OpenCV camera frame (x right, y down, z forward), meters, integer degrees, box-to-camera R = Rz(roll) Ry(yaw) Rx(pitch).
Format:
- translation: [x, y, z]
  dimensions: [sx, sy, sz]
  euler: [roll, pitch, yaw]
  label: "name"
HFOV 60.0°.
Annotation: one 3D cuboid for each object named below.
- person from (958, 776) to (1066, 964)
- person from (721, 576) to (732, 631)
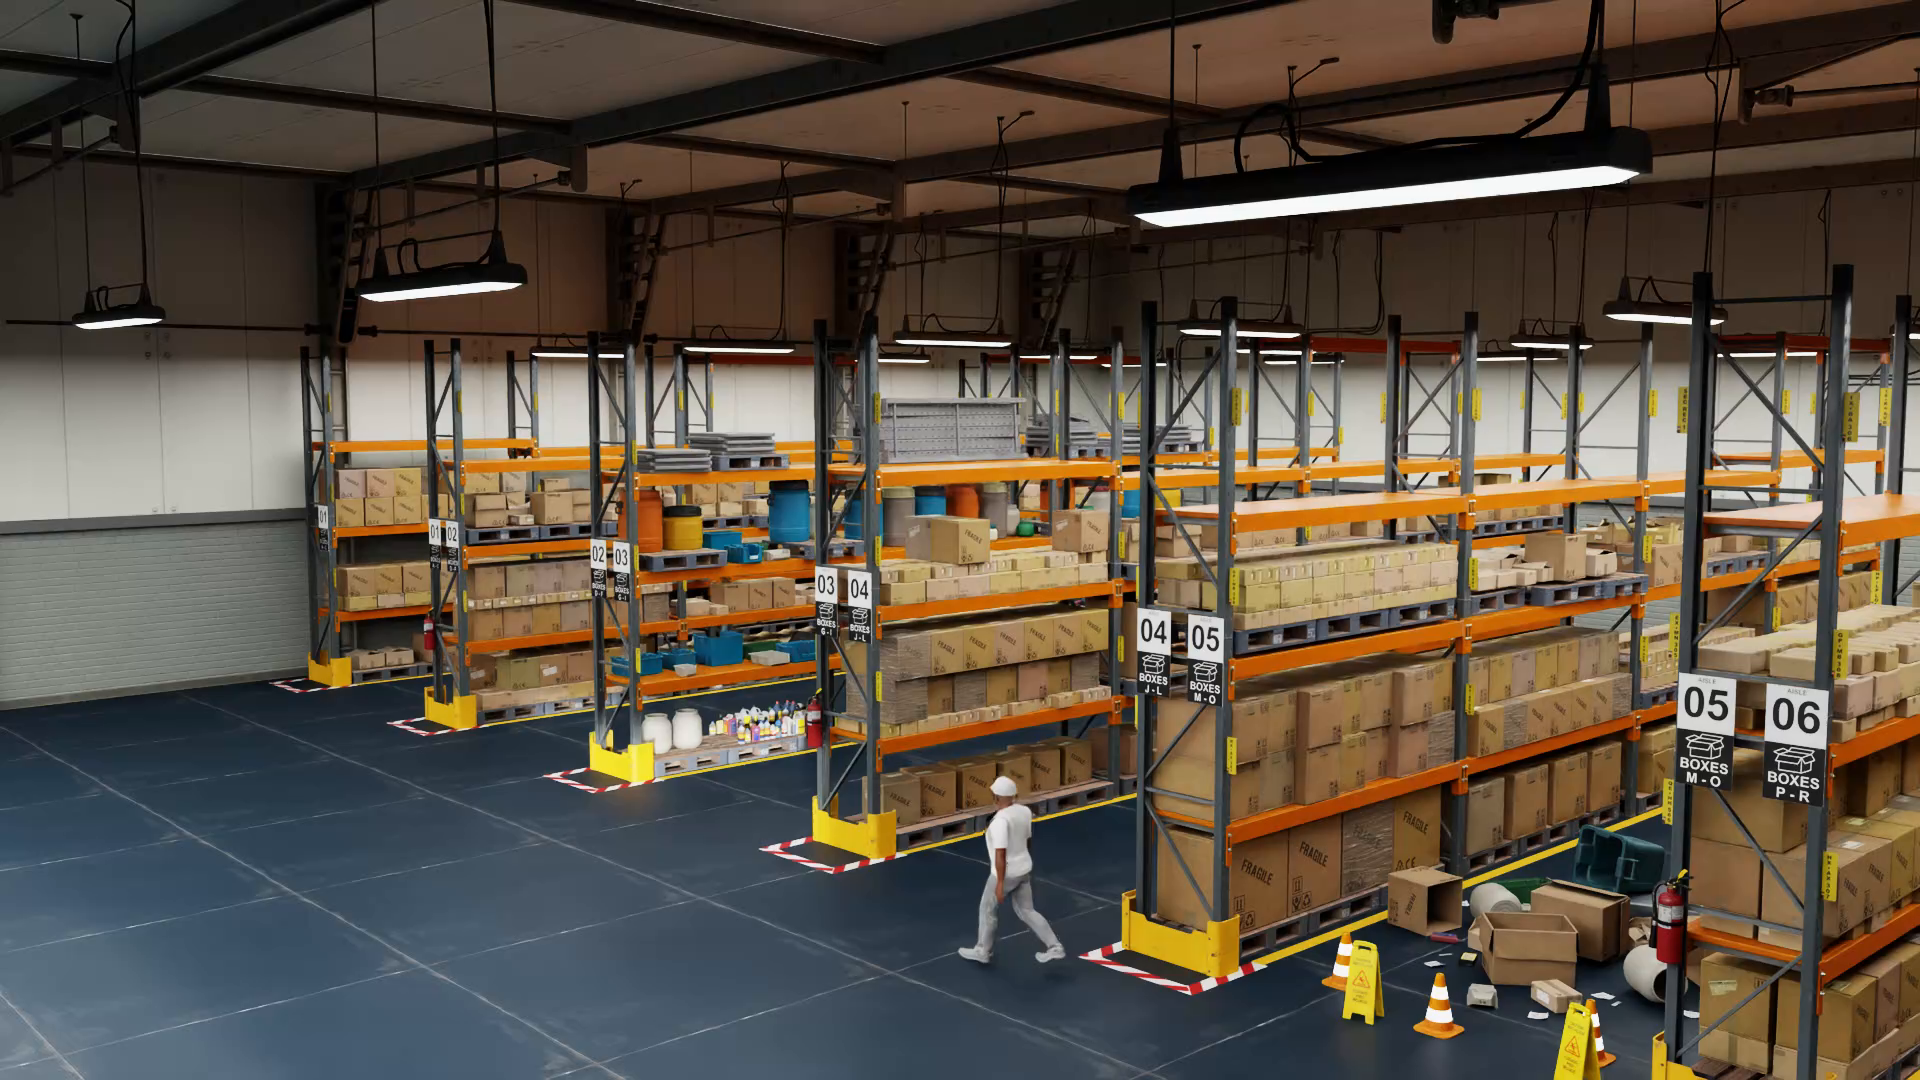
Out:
- translation: [0.476, 2.987, 14.963]
  dimensions: [1.026, 1.727, 0.625]
  euler: [3, 6, 31]
  label: "person"
- translation: [-4.616, 1.429, 32.590]
  dimensions: [0.562, 1.702, 1.023]
  euler: [3, 6, 31]
  label: "person"
